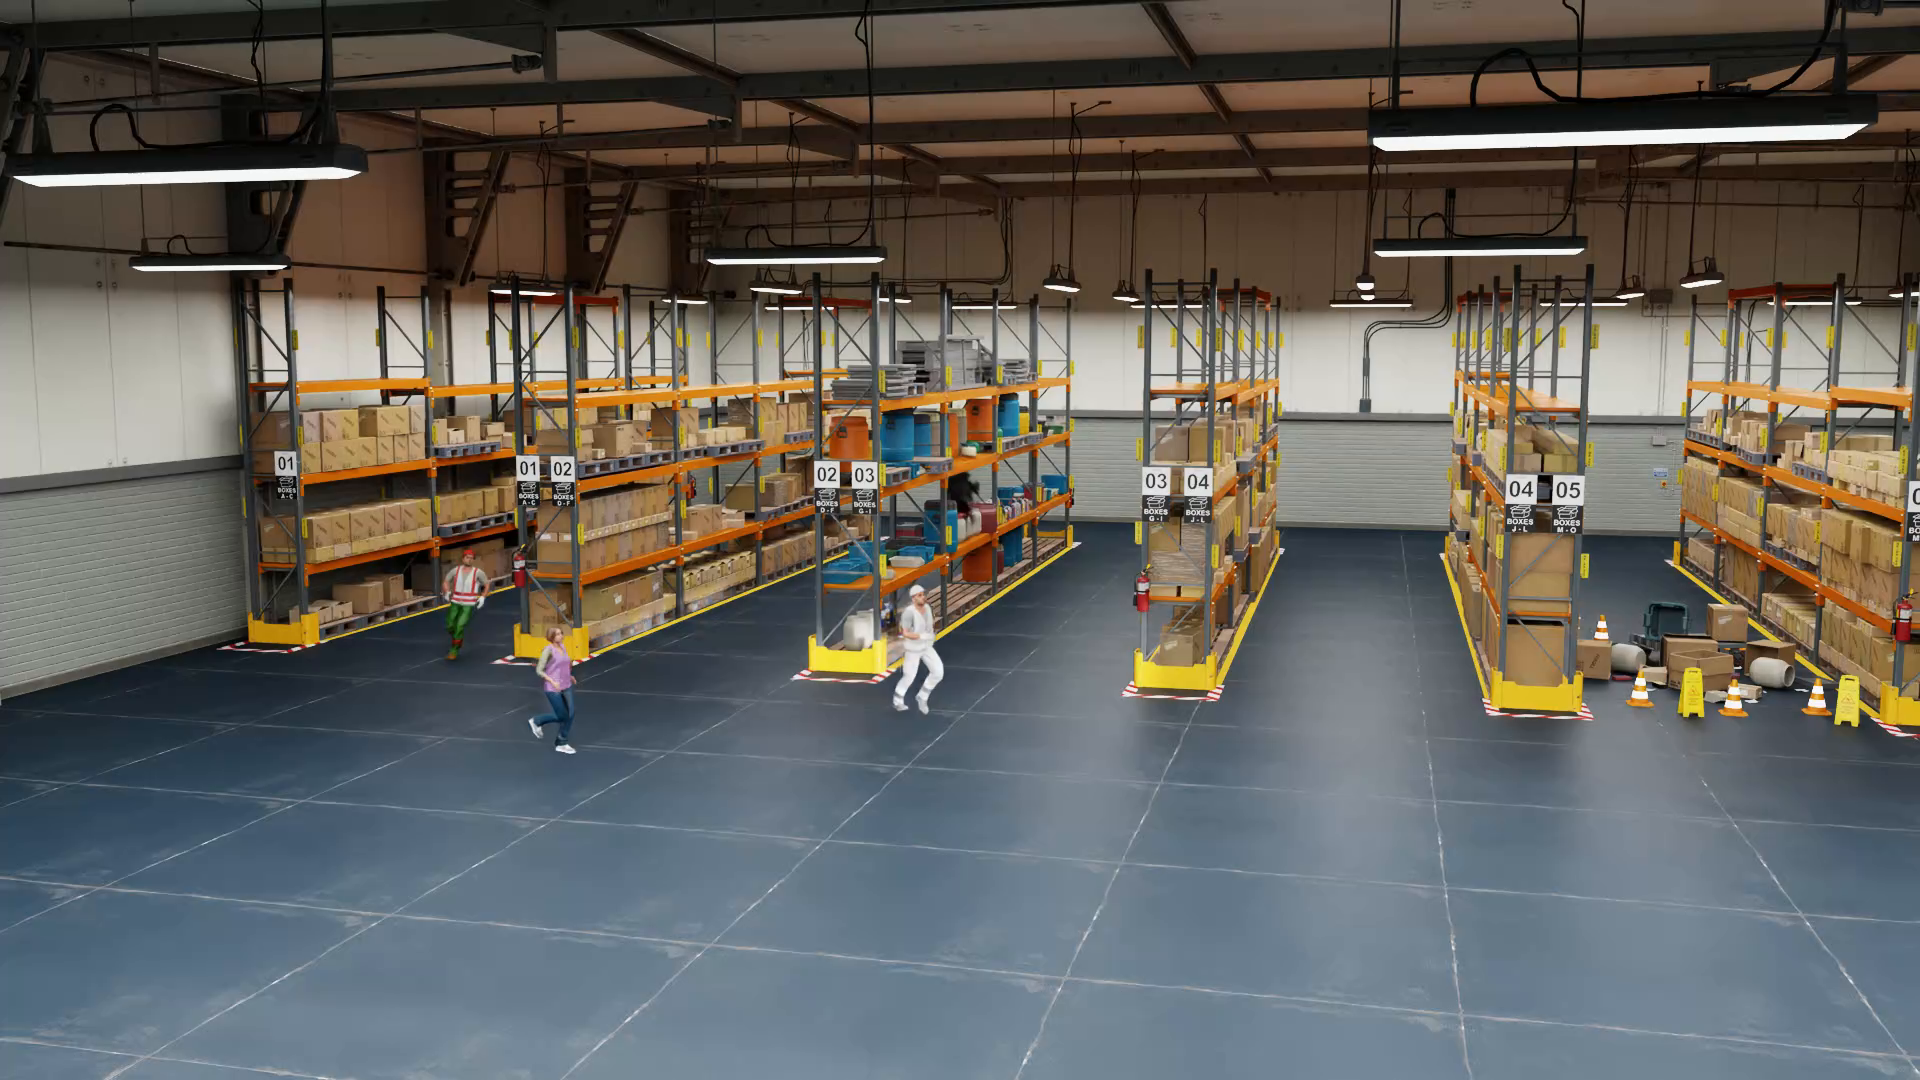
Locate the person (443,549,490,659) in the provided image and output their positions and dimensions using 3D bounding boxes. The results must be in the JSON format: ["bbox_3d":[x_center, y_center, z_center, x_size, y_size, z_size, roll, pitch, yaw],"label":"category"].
[{"bbox_3d":[-7.829,1.011,26.230,0.715,1.708,0.671,0,7,1],"label":"person"}]

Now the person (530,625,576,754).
[{"bbox_3d":[-4.955,1.813,20.288,0.618,1.564,0.536,3,8,25],"label":"person"}]

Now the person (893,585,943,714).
[{"bbox_3d":[-0.525,1.448,22.157,0.683,1.730,0.848,-6,9,-40],"label":"person"}]
